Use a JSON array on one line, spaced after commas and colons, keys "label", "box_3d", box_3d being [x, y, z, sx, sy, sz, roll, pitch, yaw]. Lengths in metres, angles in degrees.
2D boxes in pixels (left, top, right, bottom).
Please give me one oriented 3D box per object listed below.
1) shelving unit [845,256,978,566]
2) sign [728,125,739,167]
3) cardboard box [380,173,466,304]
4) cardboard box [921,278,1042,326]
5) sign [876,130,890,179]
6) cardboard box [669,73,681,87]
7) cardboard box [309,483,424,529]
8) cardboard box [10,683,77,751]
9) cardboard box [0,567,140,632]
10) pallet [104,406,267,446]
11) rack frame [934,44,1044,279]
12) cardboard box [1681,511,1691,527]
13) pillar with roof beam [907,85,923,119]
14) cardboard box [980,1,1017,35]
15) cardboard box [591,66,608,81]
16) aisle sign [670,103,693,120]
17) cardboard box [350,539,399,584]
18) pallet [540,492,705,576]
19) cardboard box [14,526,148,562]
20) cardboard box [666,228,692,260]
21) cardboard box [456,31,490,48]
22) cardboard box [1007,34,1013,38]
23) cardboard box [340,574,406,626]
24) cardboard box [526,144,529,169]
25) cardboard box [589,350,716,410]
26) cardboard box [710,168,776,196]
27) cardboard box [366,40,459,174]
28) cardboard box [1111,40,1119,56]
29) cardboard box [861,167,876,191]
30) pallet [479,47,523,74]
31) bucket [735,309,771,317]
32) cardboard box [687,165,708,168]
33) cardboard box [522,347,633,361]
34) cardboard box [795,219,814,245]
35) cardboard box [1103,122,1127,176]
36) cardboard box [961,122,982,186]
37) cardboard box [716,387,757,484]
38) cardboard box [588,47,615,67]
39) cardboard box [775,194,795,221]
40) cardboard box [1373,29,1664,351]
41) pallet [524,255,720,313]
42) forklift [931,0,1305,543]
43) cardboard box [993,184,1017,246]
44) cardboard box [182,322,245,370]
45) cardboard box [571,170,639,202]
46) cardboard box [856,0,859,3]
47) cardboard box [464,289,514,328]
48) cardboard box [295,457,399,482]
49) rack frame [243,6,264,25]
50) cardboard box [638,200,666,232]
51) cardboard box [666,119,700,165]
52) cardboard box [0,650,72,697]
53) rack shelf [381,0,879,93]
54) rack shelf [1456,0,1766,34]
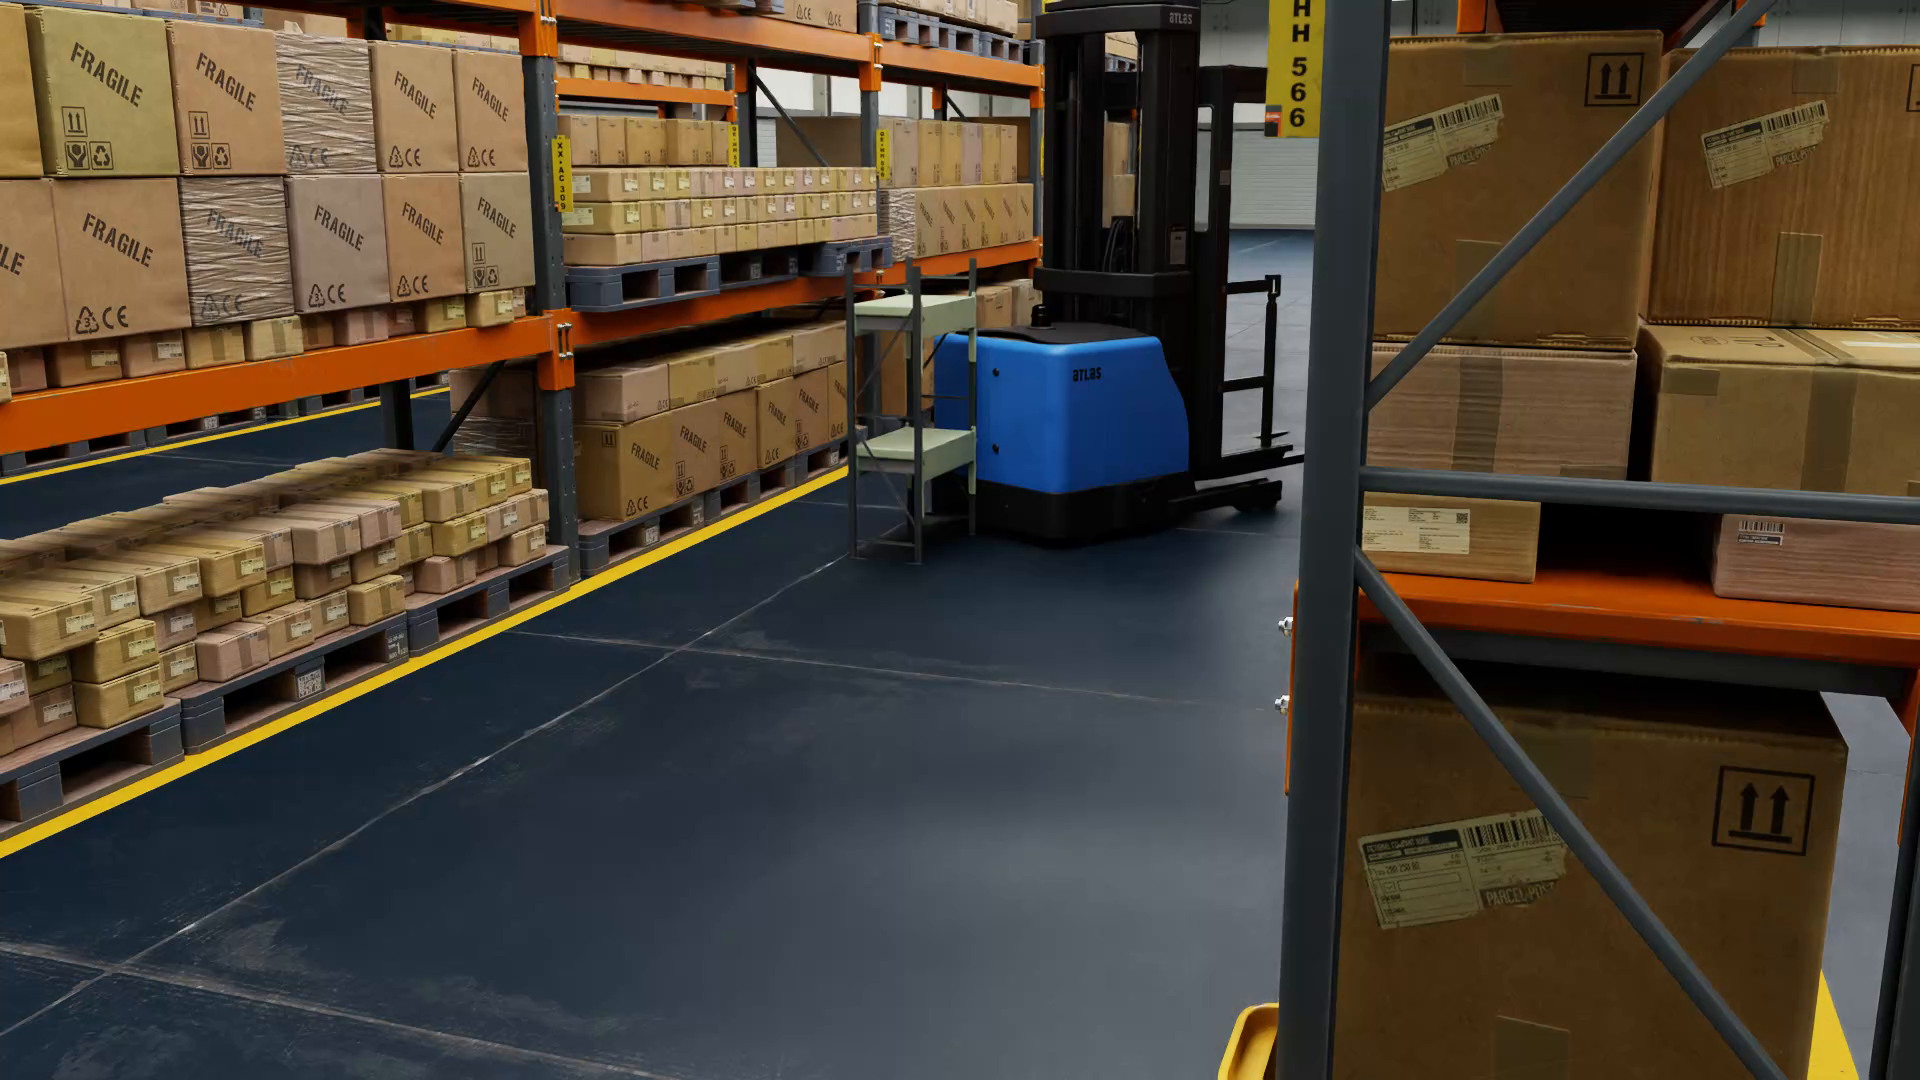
[{"label": "shelving unit", "box_3d": [-0.240, -0.692, 8.648, 0.431, 1.500, 0.755, 5, 14, 22]}, {"label": "sign", "box_3d": [-1.567, -2.727, 11.592, 0.100, 0.325, 0.005, 4, 14, 18]}, {"label": "cardboard box", "box_3d": [-2.394, -1.243, 6.800, 0.500, 0.500, 0.500, 4, 13, 17]}, {"label": "cardboard box", "box_3d": [0.137, -1.936, 14.841, 1.050, 0.750, 0.750, 4, 14, 18]}, {"label": "sign", "box_3d": [-0.525, -2.612, 11.266, 0.100, 0.325, 0.005, 4, 14, 18]}, {"label": "cardboard box", "box_3d": [-3.368, -5.175, 18.742, 0.380, 0.149, 0.250, 4, 14, 18]}, {"label": "cardboard box", "box_3d": [-2.481, -0.133, 6.958, 0.380, 0.149, 0.250, 5, 14, 20]}, {"label": "cardboard box", "box_3d": [-3.076, 0.545, 5.320, 0.380, 0.149, 0.250, 5, 14, 19]}, {"label": "cardboard box", "box_3d": [-2.959, 0.202, 5.488, 0.380, 0.149, 0.250, 4, 13, 16]}, {"label": "pallet", "box_3d": [-6.084, -0.938, 12.624, 1.003, 0.211, 1.213, 4, 14, 18]}, {"label": "rack frame", "box_3d": [0.253, -2.965, 15.238, 1.000, 3.000, 0.127, 4, 14, 18]}, {"label": "cardboard box", "box_3d": [1.622, -0.097, 3.236, 0.380, 0.149, 0.250, 4, 13, 17]}, {"label": "pillar with roof beam", "box_3d": [2.894, -12.085, 41.715, 9.100, 9.000, 0.548, 4, 14, 18]}, {"label": "cardboard box", "box_3d": [0.176, -4.448, 14.161, 0.500, 0.250, 0.500, 5, 14, 19]}, {"label": "cardboard box", "box_3d": [-3.899, -4.849, 17.317, 0.380, 0.149, 0.250, 5, 14, 20]}, {"label": "aisle sign", "box_3d": [-3.442, -5.445, 20.262, 0.394, 0.787, 0.004, 4, 14, 18]}, {"label": "cardboard box", "box_3d": [-2.520, 0.065, 6.757, 0.380, 0.149, 0.250, 5, 14, 20]}, {"label": "pallet", "box_3d": [-2.085, -0.085, 8.888, 1.003, 0.211, 1.213, 4, 14, 18]}, {"label": "cardboard box", "box_3d": [-3.231, 0.056, 6.126, 0.380, 0.149, 0.250, 4, 13, 17]}, {"label": "cardboard box", "box_3d": [-1.604, -1.524, 8.545, 0.380, 0.149, 0.250, 4, 14, 19]}, {"label": "cardboard box", "box_3d": [-4.684, -4.655, 15.293, 0.500, 0.250, 0.500, 5, 14, 19]}, {"label": "cardboard box", "box_3d": [0.315, -4.820, 16.019, 0.380, 0.149, 0.250, 4, 14, 19]}, {"label": "cardboard box", "box_3d": [-2.475, 0.229, 6.705, 0.380, 0.149, 0.250, 4, 14, 18]}, {"label": "cardboard box", "box_3d": [-4.396, -3.585, 16.117, 0.500, 0.500, 0.500, 4, 13, 17]}, {"label": "cardboard box", "box_3d": [-1.676, -0.881, 9.097, 0.500, 0.250, 0.500, 5, 14, 20]}, {"label": "cardboard box", "box_3d": [-1.271, -2.032, 9.435, 0.380, 0.149, 0.250, 5, 14, 20]}, {"label": "cardboard box", "box_3d": [-2.394, -1.734, 6.706, 0.500, 0.500, 0.500, 4, 13, 17]}, {"label": "cardboard box", "box_3d": [1.431, -5.092, 17.212, 0.380, 0.149, 0.250, 4, 13, 18]}, {"label": "cardboard box", "box_3d": [-0.766, -2.359, 10.867, 0.380, 0.149, 0.250, 4, 13, 16]}, {"label": "pallet", "box_3d": [-4.764, -4.549, 15.858, 1.213, 0.211, 1.003, 4, 14, 18]}, {"label": "bucket", "box_3d": [-1.884, -2.305, 16.286, 0.726, 0.611, 0.620, 10, 26, 38]}, {"label": "cardboard box", "box_3d": [-3.250, -4.097, 19.304, 0.500, 0.500, 0.500, 4, 14, 19]}, {"label": "cardboard box", "box_3d": [-2.155, -0.915, 9.243, 0.500, 0.250, 0.500, 5, 14, 21]}, {"label": "cardboard box", "box_3d": [-1.100, -1.853, 9.986, 0.380, 0.149, 0.250, 4, 13, 16]}, {"label": "cardboard box", "box_3d": [1.300, -4.209, 17.925, 0.875, 0.550, 0.550, 4, 14, 18]}, {"label": "cardboard box", "box_3d": [-0.230, -3.182, 13.715, 0.700, 0.500, 0.500, 4, 14, 19]}, {"label": "cardboard box", "box_3d": [-1.519, -0.626, 9.664, 0.500, 0.500, 0.500, 5, 14, 19]}, {"label": "cardboard box", "box_3d": [-3.904, -5.017, 17.155, 0.500, 0.250, 0.500, 4, 14, 18]}, {"label": "cardboard box", "box_3d": [-1.185, -1.942, 9.707, 0.380, 0.149, 0.250, 5, 14, 20]}, {"label": "cardboard box", "box_3d": [0.940, -0.619, 2.943, 0.500, 0.500, 0.500, 5, 14, 19]}, {"label": "pallet", "box_3d": [-1.950, -1.338, 8.539, 1.003, 0.211, 1.213, 4, 14, 18]}, {"label": "forklift", "box_3d": [1.271, -1.668, 9.709, 3.031, 2.935, 1.130, -11, 17, -41]}, {"label": "cardboard box", "box_3d": [0.174, -2.778, 14.196, 0.500, 0.500, 0.500, 4, 14, 18]}, {"label": "cardboard box", "box_3d": [-2.758, -0.693, 5.847, 0.380, 0.149, 0.250, 5, 14, 20]}, {"label": "cardboard box", "box_3d": [-1.773, -1.703, 7.992, 0.380, 0.149, 0.250, 5, 14, 21]}, {"label": "cardboard box", "box_3d": [-0.782, -3.775, 11.442, 0.380, 0.149, 0.250, 4, 13, 16]}, {"label": "cardboard box", "box_3d": [-2.187, -1.019, 7.277, 0.380, 0.149, 0.250, 4, 13, 17]}, {"label": "cardboard box", "box_3d": [-2.788, -0.274, 7.575, 0.380, 0.149, 0.250, 5, 14, 21]}, {"label": "rack frame", "box_3d": [-5.758, -5.383, 12.349, 1.000, 3.000, 0.127, 4, 14, 18]}, {"label": "cardboard box", "box_3d": [-1.691, -1.613, 8.265, 0.380, 0.149, 0.250, 4, 13, 17]}, {"label": "cardboard box", "box_3d": [-3.366, -4.480, 18.734, 0.700, 0.500, 0.500, 4, 14, 18]}, {"label": "cardboard box", "box_3d": [-3.080, 0.398, 5.297, 0.380, 0.149, 0.250, 5, 14, 19]}, {"label": "rack shelf", "box_3d": [-1.688, -2.814, 9.450, 1.077, 0.370, 4.000, 4, 14, 18]}, {"label": "rack shelf", "box_3d": [1.678, -1.593, 4.102, 1.077, 0.370, 4.000, 4, 14, 18]}]
